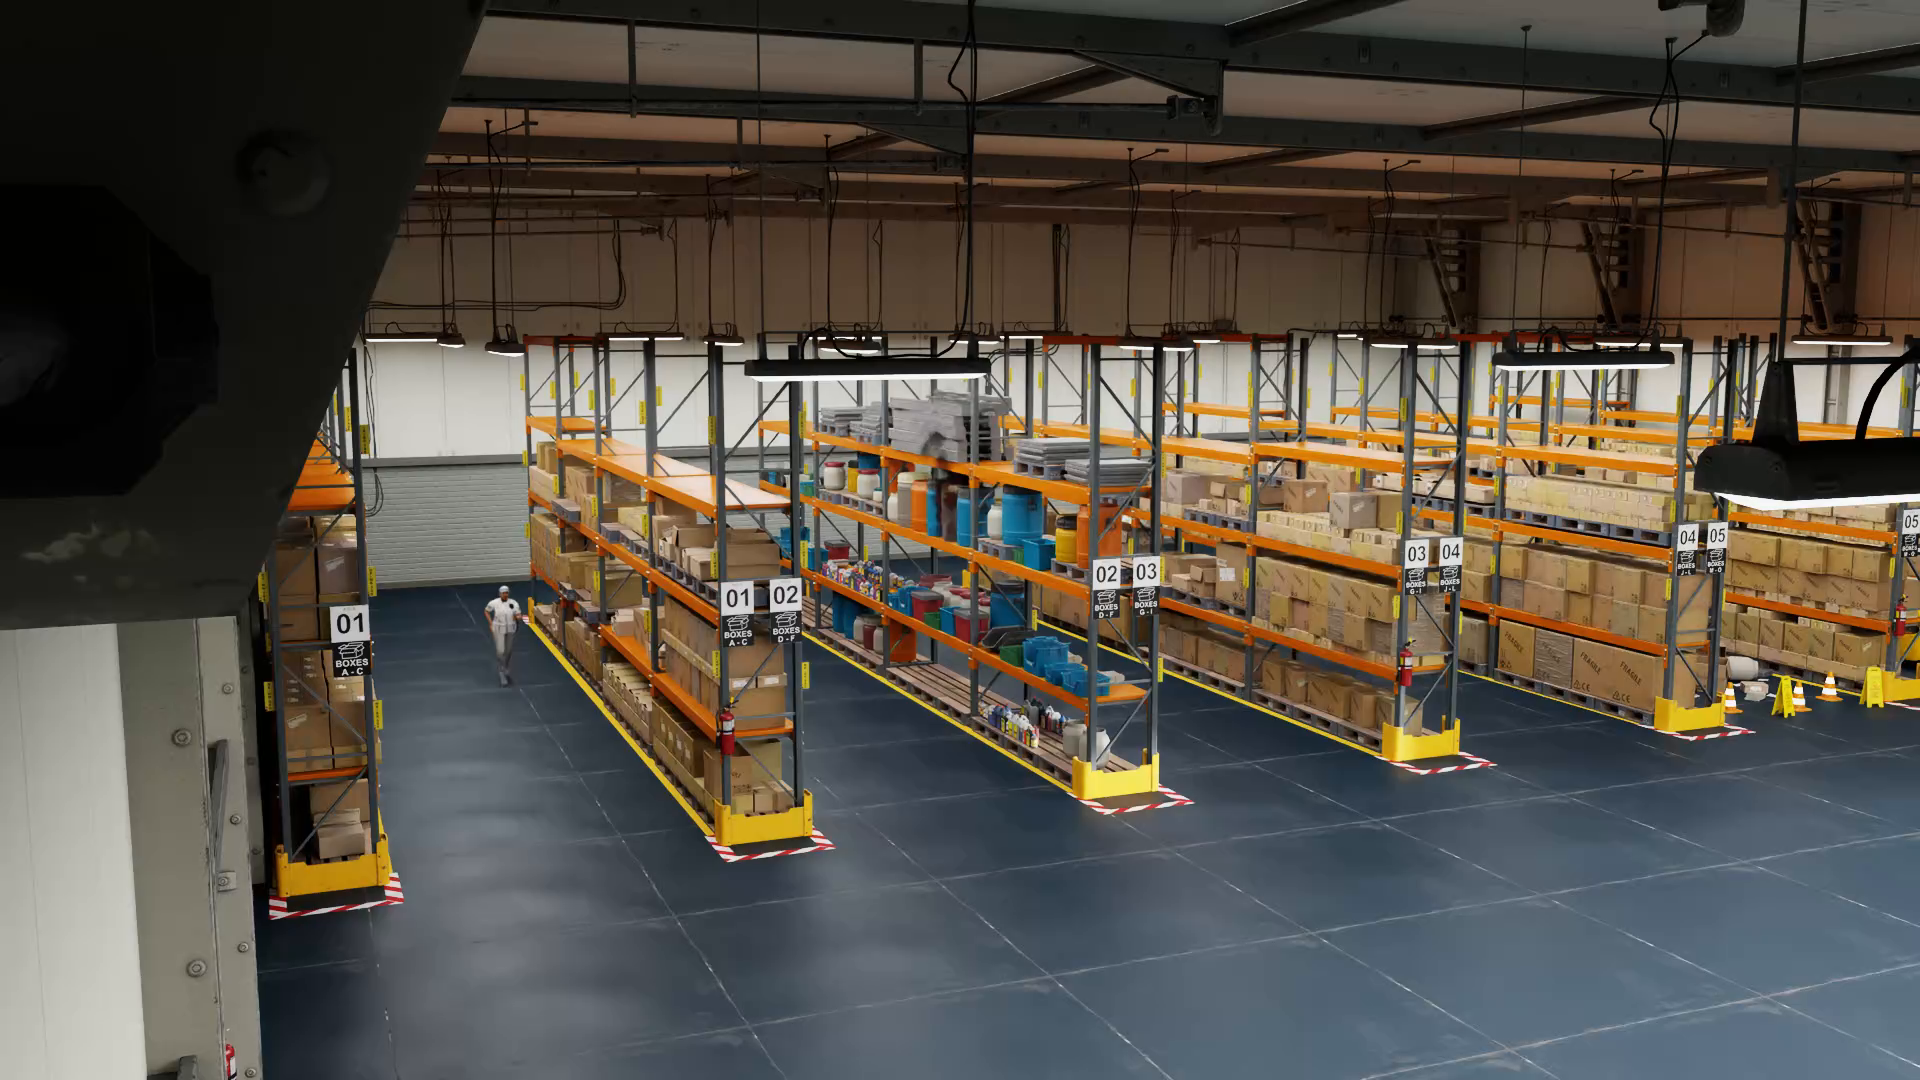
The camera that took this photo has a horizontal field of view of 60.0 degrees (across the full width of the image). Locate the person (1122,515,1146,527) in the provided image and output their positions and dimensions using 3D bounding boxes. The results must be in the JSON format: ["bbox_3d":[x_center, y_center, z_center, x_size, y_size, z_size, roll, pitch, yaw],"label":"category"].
[{"bbox_3d":[4.230,-0.017,41.221,0.739,1.767,0.834,5,9,32],"label":"person"}]

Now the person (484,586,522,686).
[{"bbox_3d":[-7.974,1.645,29.139,0.593,1.724,0.796,-4,9,-29],"label":"person"}]
